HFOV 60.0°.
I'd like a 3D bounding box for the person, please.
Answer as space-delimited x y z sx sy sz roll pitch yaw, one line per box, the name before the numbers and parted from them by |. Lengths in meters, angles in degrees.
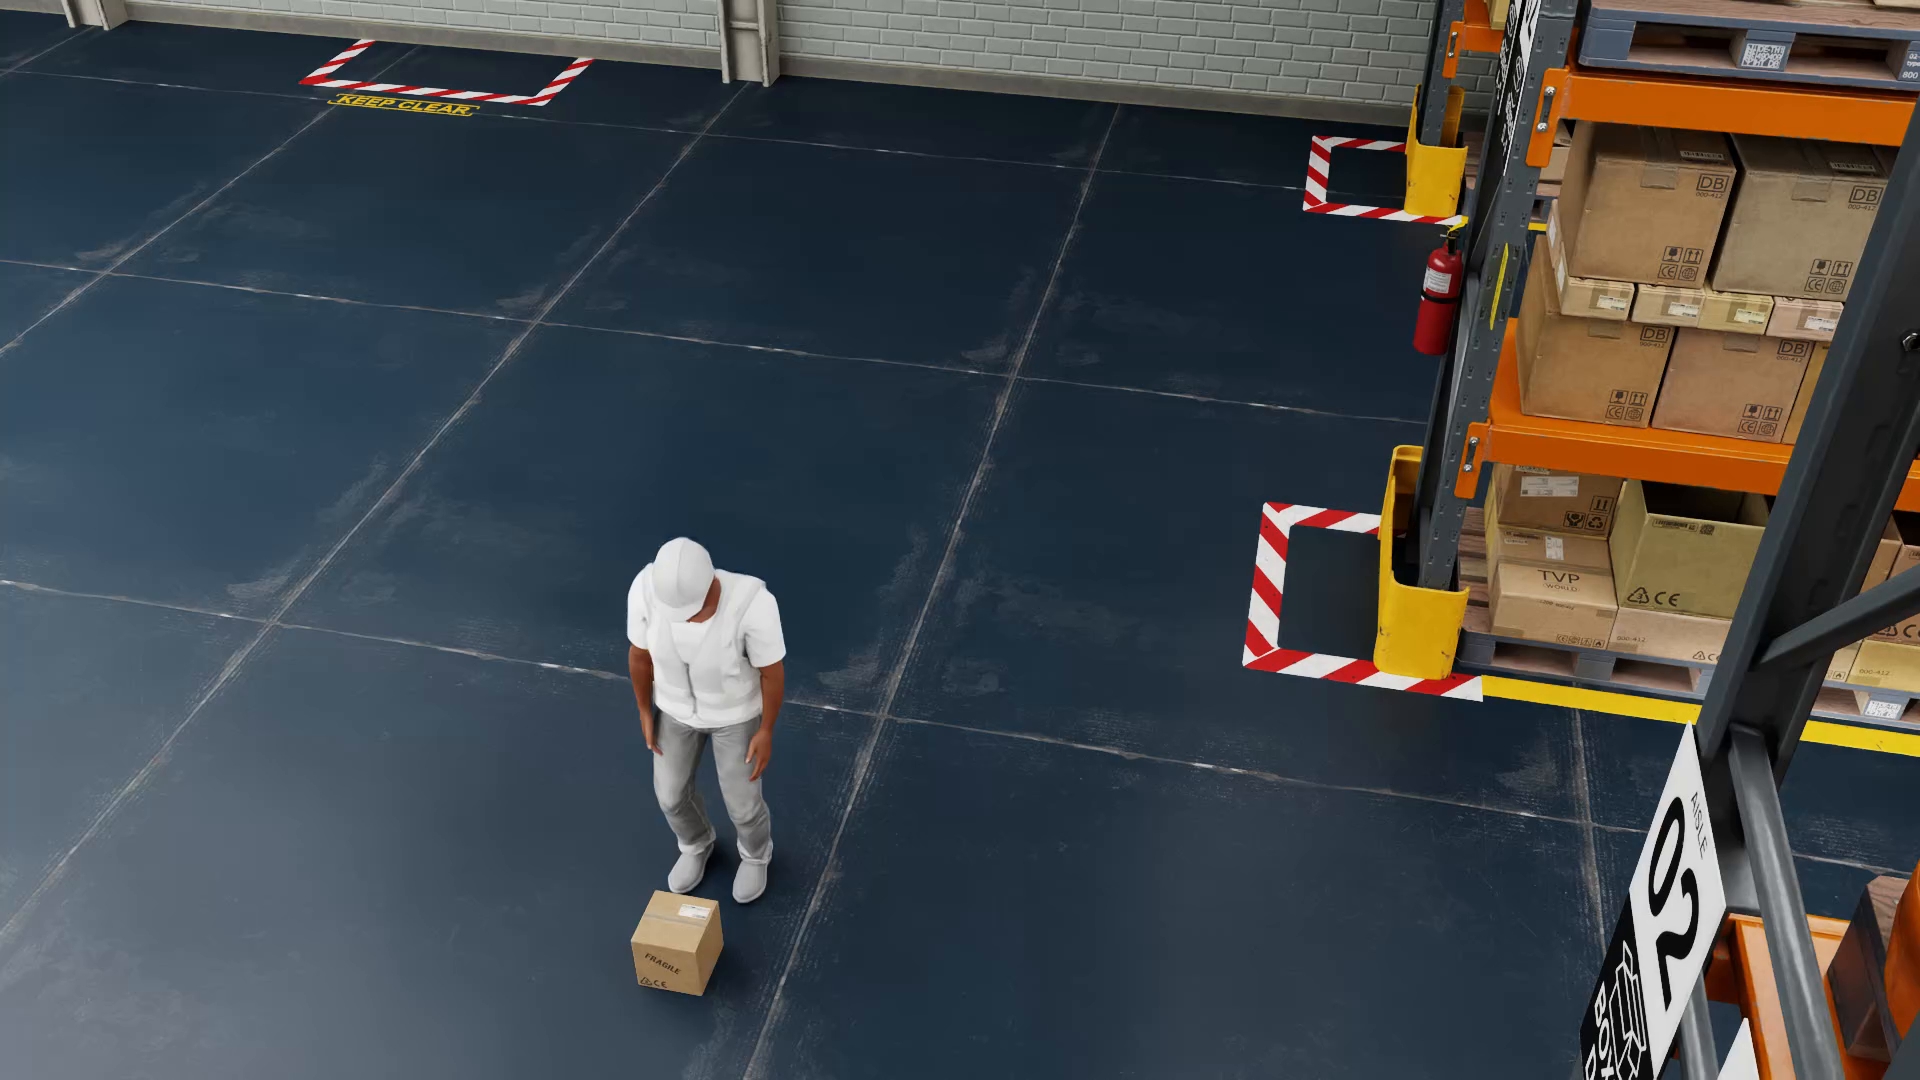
person | -0.917 0.645 6.122 0.595 1.708 0.472 8 37 11
